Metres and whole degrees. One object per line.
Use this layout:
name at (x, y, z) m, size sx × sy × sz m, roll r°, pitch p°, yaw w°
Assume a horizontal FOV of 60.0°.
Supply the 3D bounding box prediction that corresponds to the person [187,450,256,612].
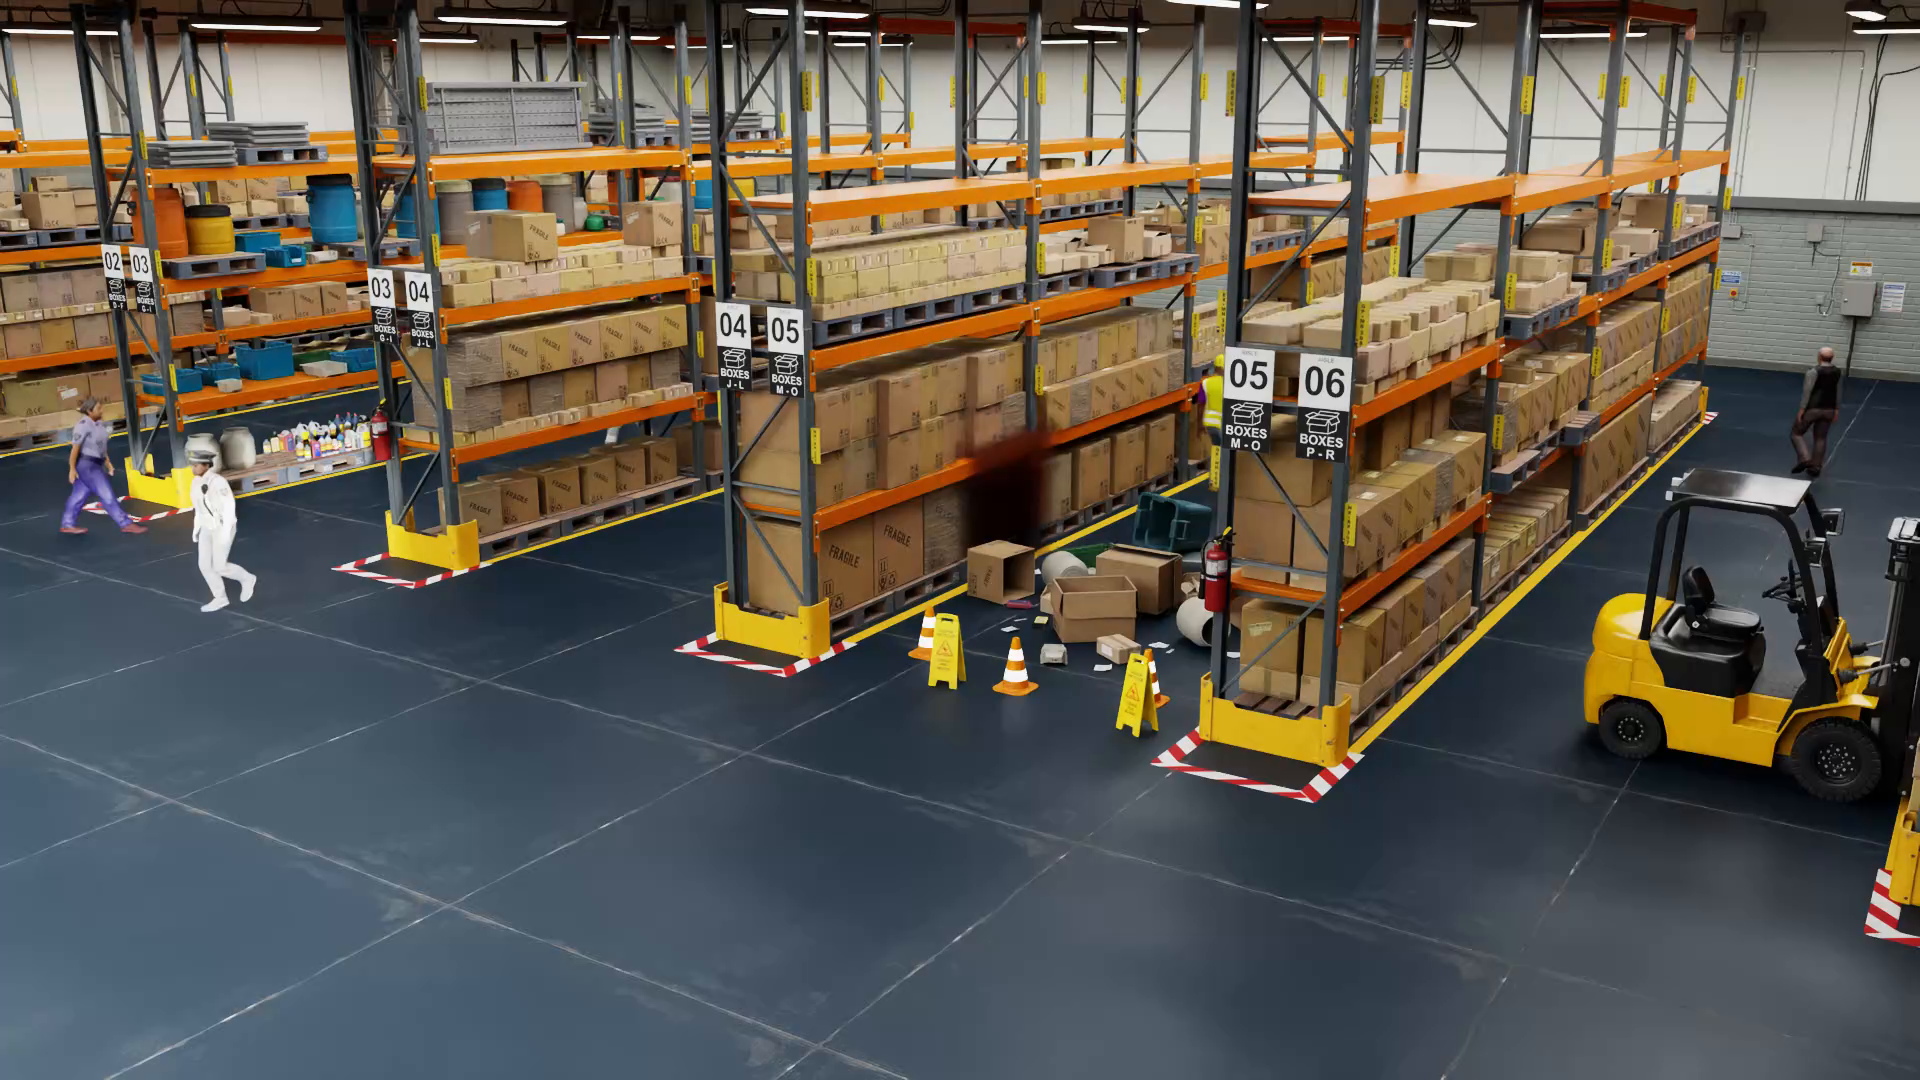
person at (-7.383, -0.121, 16.622) m, size 0.583 × 1.657 × 0.549 m, roll 10°, pitch 19°, yaw 33°

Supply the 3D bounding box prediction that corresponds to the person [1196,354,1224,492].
person at (3.183, -1.429, 20.271) m, size 0.604 × 1.674 × 0.575 m, roll 12°, pitch 20°, yaw 37°

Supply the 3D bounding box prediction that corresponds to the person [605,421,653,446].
person at (-4.633, -1.961, 22.913) m, size 0.645 × 1.727 × 1.017 m, roll 9°, pitch 18°, yaw 29°

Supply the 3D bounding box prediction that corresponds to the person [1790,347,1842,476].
person at (11.442, -1.707, 22.149) m, size 0.573 × 1.722 × 0.457 m, roll -1°, pitch 16°, yaw -4°

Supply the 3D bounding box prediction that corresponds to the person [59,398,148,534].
person at (-10.020, -0.866, 19.288) m, size 0.973 × 1.579 × 0.485 m, roll -4°, pitch 16°, yaw -16°
